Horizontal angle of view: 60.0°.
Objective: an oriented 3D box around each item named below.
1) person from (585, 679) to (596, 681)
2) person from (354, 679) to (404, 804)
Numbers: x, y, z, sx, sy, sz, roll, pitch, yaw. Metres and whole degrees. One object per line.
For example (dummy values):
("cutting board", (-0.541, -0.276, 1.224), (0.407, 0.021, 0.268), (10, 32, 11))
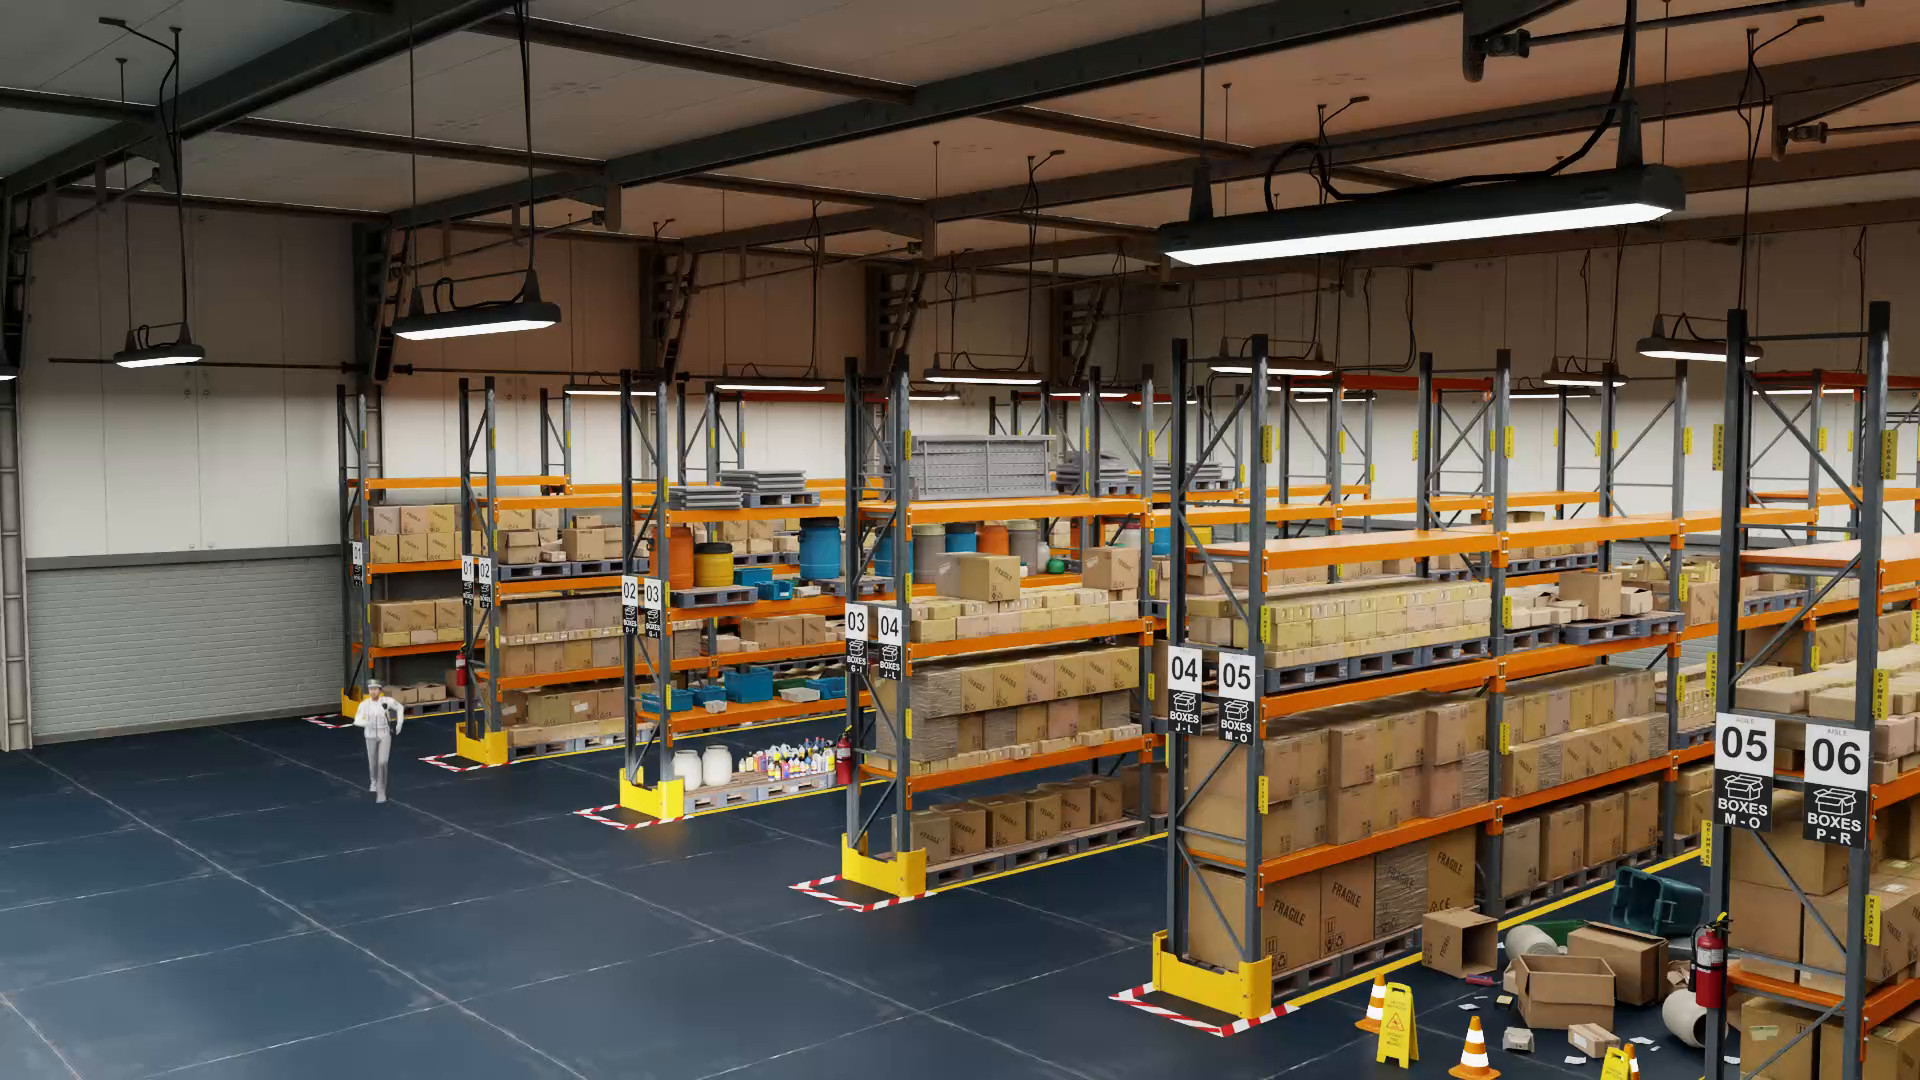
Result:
("person", (-6.542, 2.322, 29.804), (0.663, 1.752, 0.926), (3, 5, 35))
("person", (-8.141, 2.792, 23.326), (0.623, 1.740, 0.874), (-1, 4, -10))
